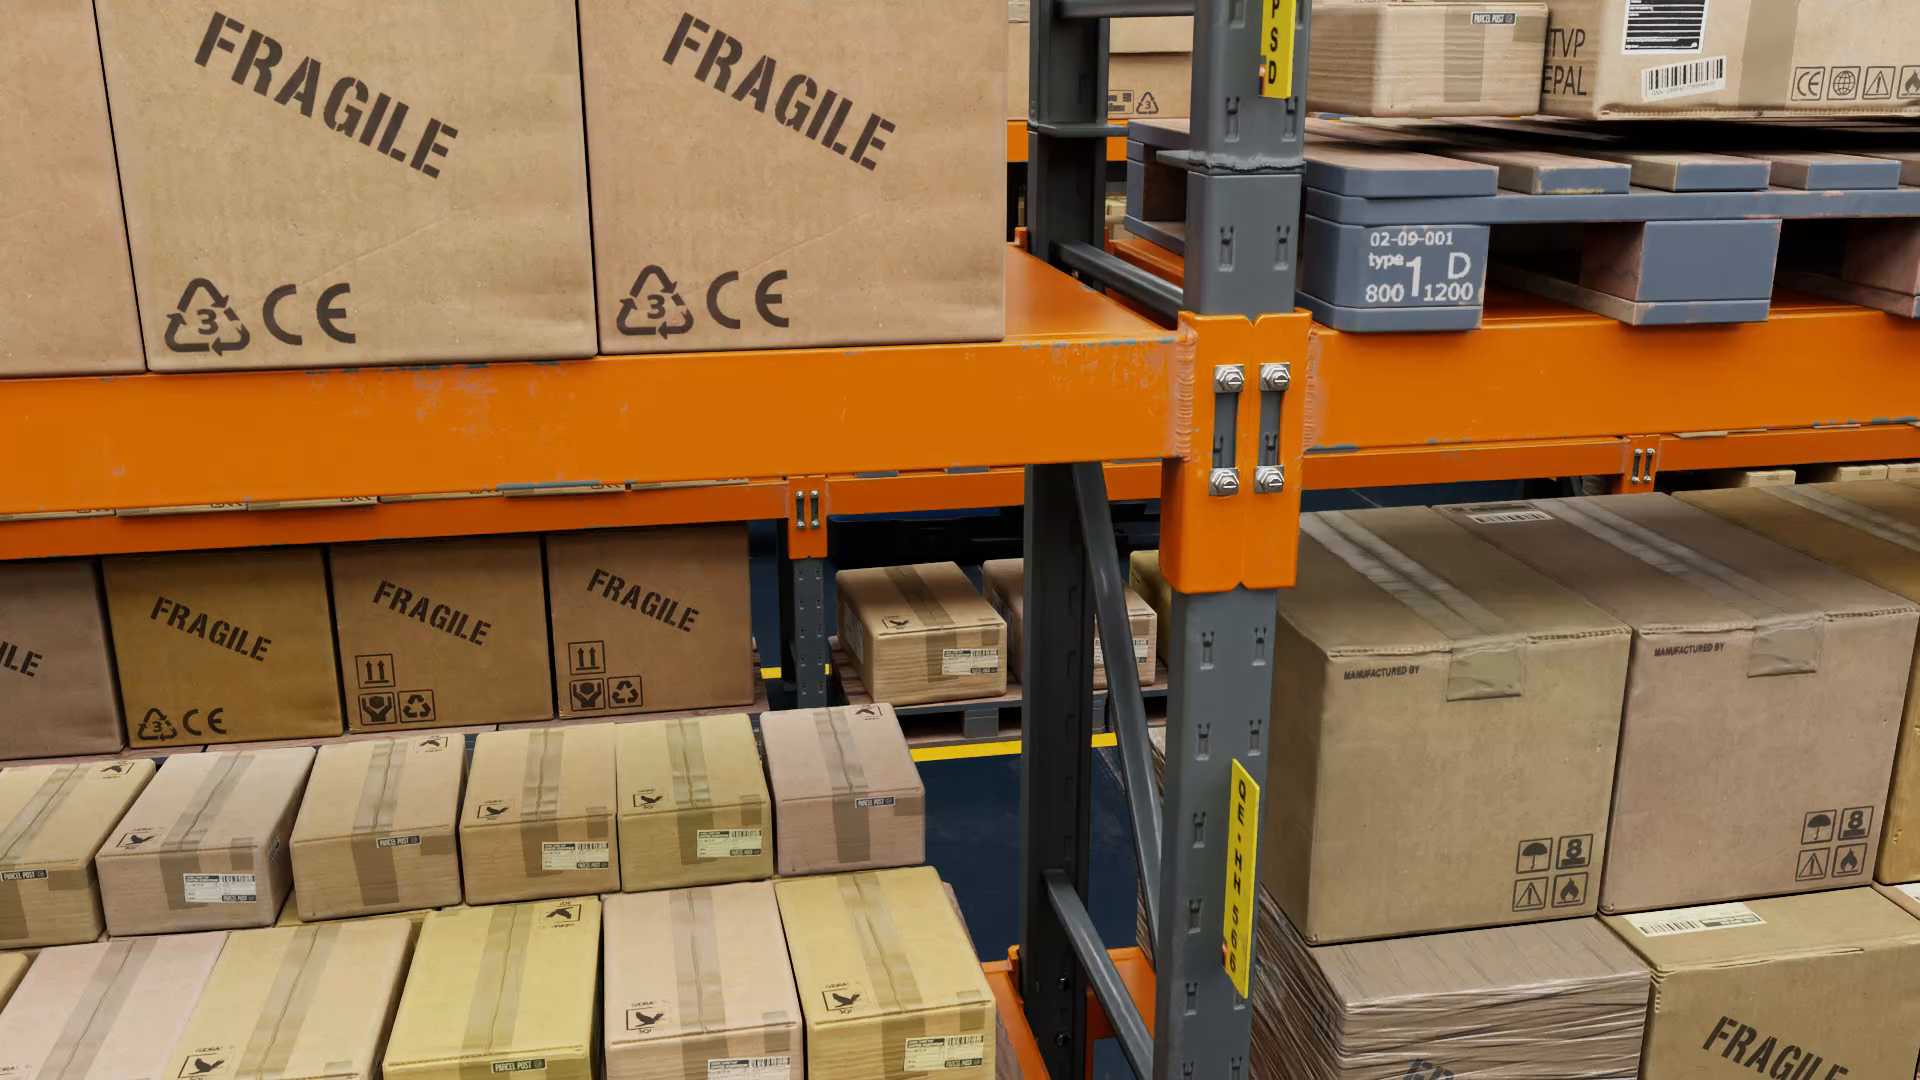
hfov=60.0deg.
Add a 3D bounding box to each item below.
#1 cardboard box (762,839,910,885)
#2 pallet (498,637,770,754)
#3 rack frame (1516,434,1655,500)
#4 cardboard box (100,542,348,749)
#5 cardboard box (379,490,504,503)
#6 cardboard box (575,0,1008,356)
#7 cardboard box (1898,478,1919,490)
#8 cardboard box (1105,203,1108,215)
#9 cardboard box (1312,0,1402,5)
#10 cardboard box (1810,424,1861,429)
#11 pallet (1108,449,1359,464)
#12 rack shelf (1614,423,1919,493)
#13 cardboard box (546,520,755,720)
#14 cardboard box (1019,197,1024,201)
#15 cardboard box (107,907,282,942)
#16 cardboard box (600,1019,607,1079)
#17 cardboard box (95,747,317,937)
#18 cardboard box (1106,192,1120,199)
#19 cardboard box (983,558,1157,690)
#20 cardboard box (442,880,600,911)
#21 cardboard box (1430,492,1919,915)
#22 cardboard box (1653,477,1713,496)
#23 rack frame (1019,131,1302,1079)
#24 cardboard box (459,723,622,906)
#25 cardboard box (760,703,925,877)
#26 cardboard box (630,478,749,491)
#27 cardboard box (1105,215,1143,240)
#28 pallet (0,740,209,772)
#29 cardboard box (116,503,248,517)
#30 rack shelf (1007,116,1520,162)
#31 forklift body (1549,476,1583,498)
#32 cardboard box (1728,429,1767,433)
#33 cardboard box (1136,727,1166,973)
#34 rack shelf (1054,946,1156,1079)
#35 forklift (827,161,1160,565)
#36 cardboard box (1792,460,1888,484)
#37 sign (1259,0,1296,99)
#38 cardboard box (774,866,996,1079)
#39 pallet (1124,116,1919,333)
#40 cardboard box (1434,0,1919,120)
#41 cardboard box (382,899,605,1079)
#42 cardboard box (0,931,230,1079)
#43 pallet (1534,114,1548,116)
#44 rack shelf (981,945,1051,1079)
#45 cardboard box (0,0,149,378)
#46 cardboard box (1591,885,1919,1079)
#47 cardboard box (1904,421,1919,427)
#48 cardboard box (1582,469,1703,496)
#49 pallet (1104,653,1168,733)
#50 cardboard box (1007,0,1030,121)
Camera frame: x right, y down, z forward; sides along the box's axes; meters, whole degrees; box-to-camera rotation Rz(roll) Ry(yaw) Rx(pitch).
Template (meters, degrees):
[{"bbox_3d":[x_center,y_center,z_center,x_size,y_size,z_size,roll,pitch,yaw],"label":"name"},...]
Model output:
[{"bbox_3d":[-0.235,0.579,3.023,0.250,0.149,0.380,-2,17,-8],"label":"cardboard box"},{"bbox_3d":[-1.549,0.767,7.955,1.213,0.211,1.003,-3,17,-10],"label":"pallet"},{"bbox_3d":[3.167,-0.811,8.343,0.127,3.000,1.000,-3,17,-10],"label":"rack frame"},{"bbox_3d":[-3.209,0.339,7.502,0.875,0.875,0.875,-3,17,-9],"label":"cardboard box"},{"bbox_3d":[-2.204,-0.357,7.121,0.500,0.250,0.500,-3,17,-11],"label":"cardboard box"},{"bbox_3d":[-0.235,-0.544,2.193,0.500,0.500,0.500,-3,17,-10],"label":"cardboard box"},{"bbox_3d":[2.222,0.199,3.182,0.500,0.500,0.700,-3,17,-11],"label":"cardboard box"},{"bbox_3d":[0.926,-2.449,12.402,0.250,0.149,0.380,-4,17,-12],"label":"cardboard box"},{"bbox_3d":[1.624,-2.481,7.360,0.500,0.250,0.500,-3,17,-10],"label":"cardboard box"},{"bbox_3d":[4.280,-0.672,8.320,0.250,0.149,0.380,-3,17,-9],"label":"cardboard box"},{"bbox_3d":[1.176,-0.619,8.044,1.213,0.211,1.003,-3,17,-10],"label":"pallet"},{"bbox_3d":[5.131,-0.579,8.812,4.000,0.370,1.077,-3,17,-10],"label":"rack shelf"},{"bbox_3d":[-1.454,0.241,7.821,0.875,0.875,0.875,-3,17,-11],"label":"cardboard box"},{"bbox_3d":[0.330,-2.570,12.797,0.250,0.149,0.380,-3,17,-10],"label":"cardboard box"},{"bbox_3d":[-1.254,0.639,2.830,0.250,0.149,0.380,-3,17,-10],"label":"cardboard box"},{"bbox_3d":[-0.382,0.784,2.355,0.250,0.149,0.380,-3,17,-8],"label":"cardboard box"},{"bbox_3d":[-1.243,0.496,2.787,0.250,0.149,0.380,-2,17,-8],"label":"cardboard box"},{"bbox_3d":[1.070,-2.608,12.920,0.250,0.149,0.380,-3,17,-11],"label":"cardboard box"},{"bbox_3d":[0.519,0.395,8.177,0.625,0.372,0.950,-4,17,-12],"label":"cardboard box"},{"bbox_3d":[-0.762,0.611,2.920,0.250,0.149,0.380,-4,17,-12],"label":"cardboard box"},{"bbox_3d":[1.217,0.257,2.994,0.500,0.500,0.700,-3,17,-11],"label":"cardboard box"},{"bbox_3d":[3.798,-0.011,8.429,0.500,0.500,0.500,-2,17,-8],"label":"cardboard box"},{"bbox_3d":[0.278,0.833,2.990,0.127,3.000,1.000,-3,17,-10],"label":"rack frame"},{"bbox_3d":[-0.718,0.466,2.885,0.250,0.149,0.380,-3,17,-11],"label":"cardboard box"},{"bbox_3d":[-0.217,0.438,2.976,0.250,0.149,0.380,-3,17,-10],"label":"cardboard box"},{"bbox_3d":[-1.208,-0.414,7.305,0.500,0.250,0.500,-4,17,-12],"label":"cardboard box"},{"bbox_3d":[0.792,-1.461,7.964,0.250,0.149,0.380,-4,18,-13],"label":"cardboard box"},{"bbox_3d":[-3.944,0.903,7.513,1.213,0.211,1.003,-3,17,-10],"label":"pallet"},{"bbox_3d":[-3.192,-0.295,6.920,0.500,0.250,0.500,-3,17,-11],"label":"cardboard box"},{"bbox_3d":[1.203,-1.790,7.646,4.000,0.370,1.077,-3,17,-10],"label":"rack shelf"},{"bbox_3d":[4.633,-1.427,11.795,1.214,2.155,2.313,-3,17,-10],"label":"forklift body"},{"bbox_3d":[3.775,-0.645,8.231,0.250,0.149,0.380,-3,17,-9],"label":"cardboard box"},{"bbox_3d":[0.669,0.683,3.310,0.500,0.500,0.500,-3,17,-10],"label":"cardboard box"},{"bbox_3d":[2.242,1.066,3.459,4.000,0.370,1.077,-3,17,-10],"label":"rack shelf"},{"bbox_3d":[0.618,-1.428,10.469,3.031,2.935,1.130,-3,17,-8],"label":"forklift"},{"bbox_3d":[4.436,-0.340,8.395,0.250,0.149,0.380,-3,17,-8],"label":"cardboard box"},{"bbox_3d":[0.379,-0.691,1.965,0.005,0.325,0.100,-3,17,-10],"label":"sign"},{"bbox_3d":[-0.116,0.628,2.359,0.250,0.149,0.380,-4,18,-13],"label":"cardboard box"},{"bbox_3d":[0.900,-0.562,2.744,1.003,0.211,1.213,-2,17,-8],"label":"pallet"},{"bbox_3d":[1.030,-0.784,2.412,0.500,0.311,0.500,-3,17,-10],"label":"cardboard box"},{"bbox_3d":[-0.620,0.655,2.268,0.250,0.149,0.380,-3,17,-9],"label":"cardboard box"},{"bbox_3d":[-1.120,0.683,2.178,0.250,0.149,0.380,-3,17,-10],"label":"cardboard box"},{"bbox_3d":[2.541,-2.151,7.919,1.003,0.211,1.213,-3,17,-10],"label":"pallet"},{"bbox_3d":[-1.686,1.288,2.733,4.000,0.370,1.077,-3,17,-10],"label":"rack shelf"},{"bbox_3d":[-1.215,-0.485,2.004,0.500,0.500,0.500,-3,17,-10],"label":"cardboard box"},{"bbox_3d":[1.269,0.809,2.899,0.500,0.500,0.500,-3,17,-11],"label":"cardboard box"},{"bbox_3d":[4.795,-0.685,8.360,0.250,0.149,0.380,-3,17,-10],"label":"cardboard box"},{"bbox_3d":[3.697,-0.166,8.935,0.500,0.500,0.500,-3,17,-11],"label":"cardboard box"},{"bbox_3d":[1.203,0.635,8.386,1.213,0.211,1.003,-3,17,-10],"label":"pallet"},{"bbox_3d":[0.172,-2.120,7.326,0.500,0.500,0.700,-3,17,-10],"label":"cardboard box"}]
